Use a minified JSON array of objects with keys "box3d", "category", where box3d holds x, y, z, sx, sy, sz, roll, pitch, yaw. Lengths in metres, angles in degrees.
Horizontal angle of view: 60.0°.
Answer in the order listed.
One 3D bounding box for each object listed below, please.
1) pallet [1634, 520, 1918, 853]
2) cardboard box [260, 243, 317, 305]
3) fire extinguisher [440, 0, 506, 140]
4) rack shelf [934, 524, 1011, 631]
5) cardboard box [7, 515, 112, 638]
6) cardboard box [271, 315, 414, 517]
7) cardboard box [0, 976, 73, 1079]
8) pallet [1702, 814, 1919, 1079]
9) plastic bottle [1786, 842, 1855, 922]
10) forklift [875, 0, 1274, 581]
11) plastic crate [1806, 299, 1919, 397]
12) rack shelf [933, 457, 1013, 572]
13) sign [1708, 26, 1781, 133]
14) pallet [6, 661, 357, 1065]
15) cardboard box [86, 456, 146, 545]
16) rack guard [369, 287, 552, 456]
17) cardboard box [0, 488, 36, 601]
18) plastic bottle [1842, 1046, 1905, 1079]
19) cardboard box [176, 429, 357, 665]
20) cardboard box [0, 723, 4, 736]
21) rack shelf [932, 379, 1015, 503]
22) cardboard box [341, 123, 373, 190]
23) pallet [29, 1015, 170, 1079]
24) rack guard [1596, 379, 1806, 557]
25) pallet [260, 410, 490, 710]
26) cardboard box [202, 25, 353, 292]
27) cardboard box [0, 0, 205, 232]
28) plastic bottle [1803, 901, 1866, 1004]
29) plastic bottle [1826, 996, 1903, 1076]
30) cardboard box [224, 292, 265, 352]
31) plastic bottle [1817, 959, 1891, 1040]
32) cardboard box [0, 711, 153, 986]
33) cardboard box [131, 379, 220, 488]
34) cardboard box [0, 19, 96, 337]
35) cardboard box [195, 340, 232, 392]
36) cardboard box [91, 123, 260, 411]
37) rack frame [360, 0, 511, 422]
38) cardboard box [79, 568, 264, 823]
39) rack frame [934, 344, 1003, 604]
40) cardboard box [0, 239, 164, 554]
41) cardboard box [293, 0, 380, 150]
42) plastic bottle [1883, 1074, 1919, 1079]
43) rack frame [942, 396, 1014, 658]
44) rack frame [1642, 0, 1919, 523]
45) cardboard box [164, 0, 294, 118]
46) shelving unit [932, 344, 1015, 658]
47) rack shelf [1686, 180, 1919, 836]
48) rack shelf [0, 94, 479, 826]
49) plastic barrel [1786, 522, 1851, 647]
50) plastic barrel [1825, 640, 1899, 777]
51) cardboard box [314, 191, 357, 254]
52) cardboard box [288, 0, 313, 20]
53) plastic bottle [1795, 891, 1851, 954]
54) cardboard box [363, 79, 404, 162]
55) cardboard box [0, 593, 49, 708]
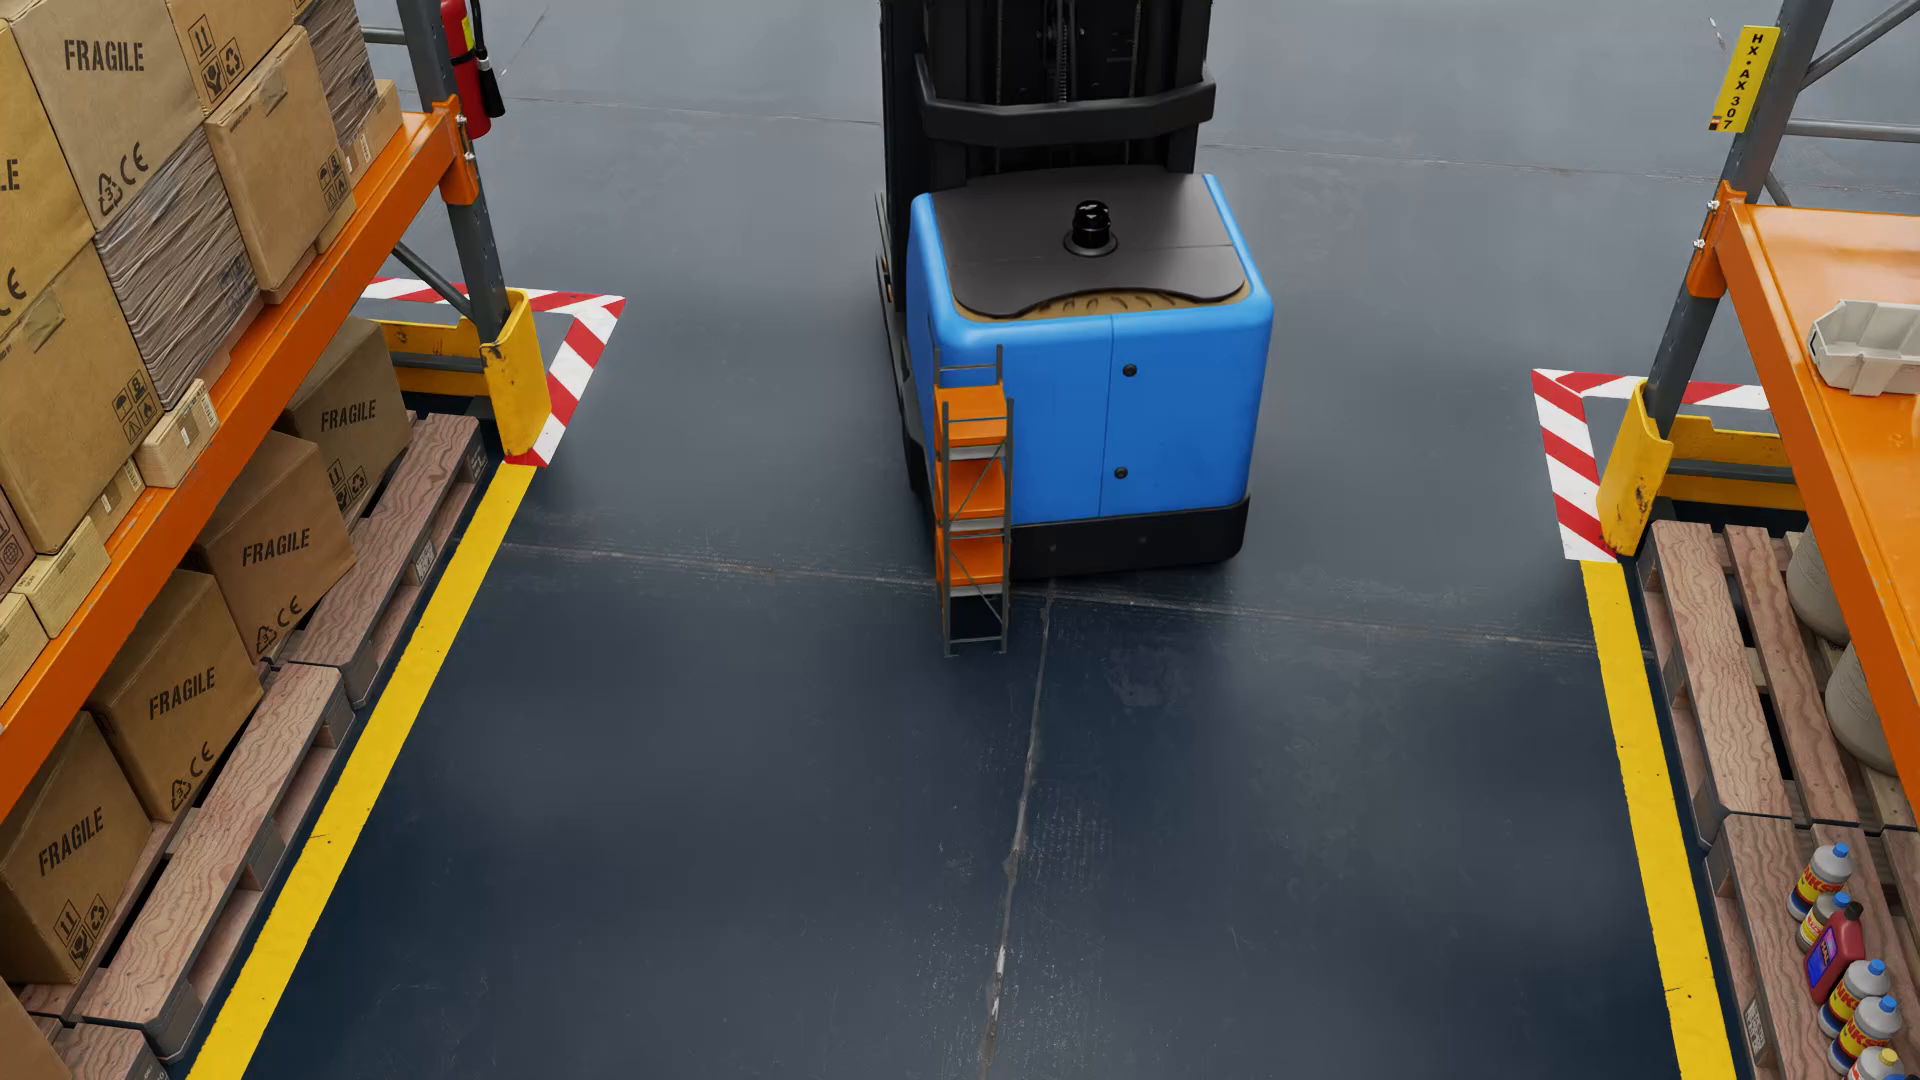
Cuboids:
[{"box3d":[2.709,0.461,5.110,1.003,0.211,1.213,5,44,6],"category":"pallet"},{"box3d":[-2.021,-0.793,4.588,0.380,0.149,0.250,5,44,6],"category":"cardboard box"},{"box3d":[-1.652,-1.619,5.335,0.296,0.674,0.183,5,44,6],"category":"fire extinguisher"},{"box3d":[0.037,0.116,5.284,0.215,0.259,0.240,-4,44,-4],"category":"rack shelf"},{"box3d":[-2.142,0.063,3.684,0.380,0.149,0.250,5,44,6],"category":"cardboard box"},{"box3d":[-2.223,-0.432,5.537,0.500,0.500,0.500,13,45,13],"category":"cardboard box"},{"box3d":[-2.492,1.210,3.803,0.500,0.500,0.500,19,46,19],"category":"cardboard box"},{"box3d":[2.545,1.290,4.234,1.003,0.211,1.213,5,44,6],"category":"pallet"},{"box3d":[2.237,0.877,4.306,0.097,0.271,0.097,0,43,0],"category":"plastic bottle"},{"box3d":[0.256,-1.936,5.662,1.130,2.935,3.031,-5,44,-5],"category":"forklift"},{"box3d":[2.348,-0.485,4.272,0.298,0.136,0.250,5,44,6],"category":"plastic crate"},{"box3d":[0.037,-0.086,5.093,0.215,0.259,0.240,-4,44,-4],"category":"rack shelf"},{"box3d":[2.240,-1.315,4.755,0.100,0.325,0.005,5,44,6],"category":"sign"},{"box3d":[-2.441,0.833,4.717,1.003,0.211,1.213,5,44,6],"category":"pallet"},{"box3d":[-2.153,-0.111,3.869,0.380,0.149,0.250,5,44,6],"category":"cardboard box"},{"box3d":[-2.134,-0.652,6.075,1.175,0.500,0.348,5,44,6],"category":"rack guard"},{"box3d":[-2.465,-0.018,3.298,0.875,0.500,0.500,5,44,6],"category":"cardboard box"},{"box3d":[2.165,1.272,3.940,0.097,0.201,0.097,0,43,0],"category":"plastic bottle"},{"box3d":[-2.269,-0.022,5.104,0.500,0.500,0.500,16,46,16],"category":"cardboard box"},{"box3d":[-2.178,0.407,3.321,0.380,0.149,0.250,5,44,6],"category":"cardboard box"},{"box3d":[0.037,-0.292,4.898,0.215,0.259,0.240,-4,44,-4],"category":"rack shelf"},{"box3d":[-1.991,-1.137,4.952,0.380,0.149,0.250,5,44,6],"category":"cardboard box"},{"box3d":[-2.599,1.666,3.837,1.003,0.211,1.213,5,44,6],"category":"pallet"},{"box3d":[2.822,-0.197,5.595,1.175,0.500,0.348,5,44,6],"category":"rack guard"},{"box3d":[-2.277,0.003,5.593,1.003,0.211,1.213,5,44,6],"category":"pallet"},{"box3d":[-2.171,-1.032,4.369,0.875,0.500,0.500,5,44,6],"category":"cardboard box"},{"box3d":[-2.081,-1.040,3.650,0.500,0.500,0.500,5,44,6],"category":"cardboard box"},{"box3d":[2.189,1.025,4.141,0.061,0.283,0.133,6,44,6],"category":"plastic bottle"},{"box3d":[2.178,1.179,3.988,0.097,0.271,0.097,0,43,0],"category":"plastic bottle"},{"box3d":[-2.096,-0.626,4.412,0.380,0.149,0.250,5,44,6],"category":"cardboard box"},{"box3d":[2.191,1.111,4.060,0.097,0.271,0.097,0,43,0],"category":"plastic bottle"},{"box3d":[-2.488,0.780,4.258,0.500,0.500,0.500,2,43,2],"category":"cardboard box"},{"box3d":[-2.052,-0.275,4.042,0.380,0.149,0.250,5,44,6],"category":"cardboard box"},{"box3d":[-2.155,-0.700,3.291,0.500,0.500,0.500,5,44,6],"category":"cardboard box"},{"box3d":[-2.106,-0.454,4.230,0.380,0.149,0.250,5,44,6],"category":"cardboard box"},{"box3d":[-2.280,-0.695,4.013,0.875,0.500,0.500,5,44,6],"category":"cardboard box"},{"box3d":[-2.124,-1.611,5.270,1.000,3.000,0.127,5,44,6],"category":"rack frame"},{"box3d":[-2.370,0.403,4.655,0.500,0.500,0.500,9,44,9],"category":"cardboard box"},{"box3d":[0.024,-0.177,5.174,0.200,1.050,0.008,-4,44,-4],"category":"rack frame"},{"box3d":[-2.358,-0.355,3.654,0.875,0.500,0.500,5,44,6],"category":"cardboard box"},{"box3d":[-2.224,-1.383,4.740,0.875,0.500,0.500,5,44,6],"category":"cardboard box"},{"box3d":[2.151,1.317,3.842,0.097,0.271,0.097,0,43,0],"category":"plastic bottle"},{"box3d":[0.050,-0.010,4.997,0.200,1.050,0.008,-4,44,-4],"category":"rack frame"},{"box3d":[2.785,-1.161,4.795,1.000,3.000,0.127,5,44,6],"category":"rack frame"},{"box3d":[-2.013,-1.380,4.010,0.500,0.500,0.500,5,44,6],"category":"cardboard box"},{"box3d":[0.037,-0.094,5.085,0.215,1.050,0.252,-4,44,-4],"category":"shelving unit"},{"box3d":[2.521,0.463,3.602,1.077,0.370,4.000,5,44,6],"category":"rack shelf"},{"box3d":[-2.389,0.013,4.078,1.077,0.370,4.000,5,44,6],"category":"rack shelf"},{"box3d":[2.774,0.045,5.025,0.421,0.512,0.421,0,43,0],"category":"plastic barrel"},{"box3d":[2.708,0.387,4.664,0.421,0.512,0.421,0,43,0],"category":"plastic barrel"},{"box3d":[-1.973,-0.962,4.767,0.380,0.149,0.250,5,44,6],"category":"cardboard box"},{"box3d":[-1.952,-1.721,4.370,0.500,0.500,0.500,5,44,6],"category":"cardboard box"},{"box3d":[2.223,0.973,4.256,0.097,0.201,0.097,0,43,0],"category":"plastic bottle"},{"box3d":[-1.957,-1.307,5.132,0.380,0.149,0.250,5,44,6],"category":"cardboard box"},{"box3d":[-2.186,0.233,3.505,0.380,0.149,0.250,5,44,6],"category":"cardboard box"}]
